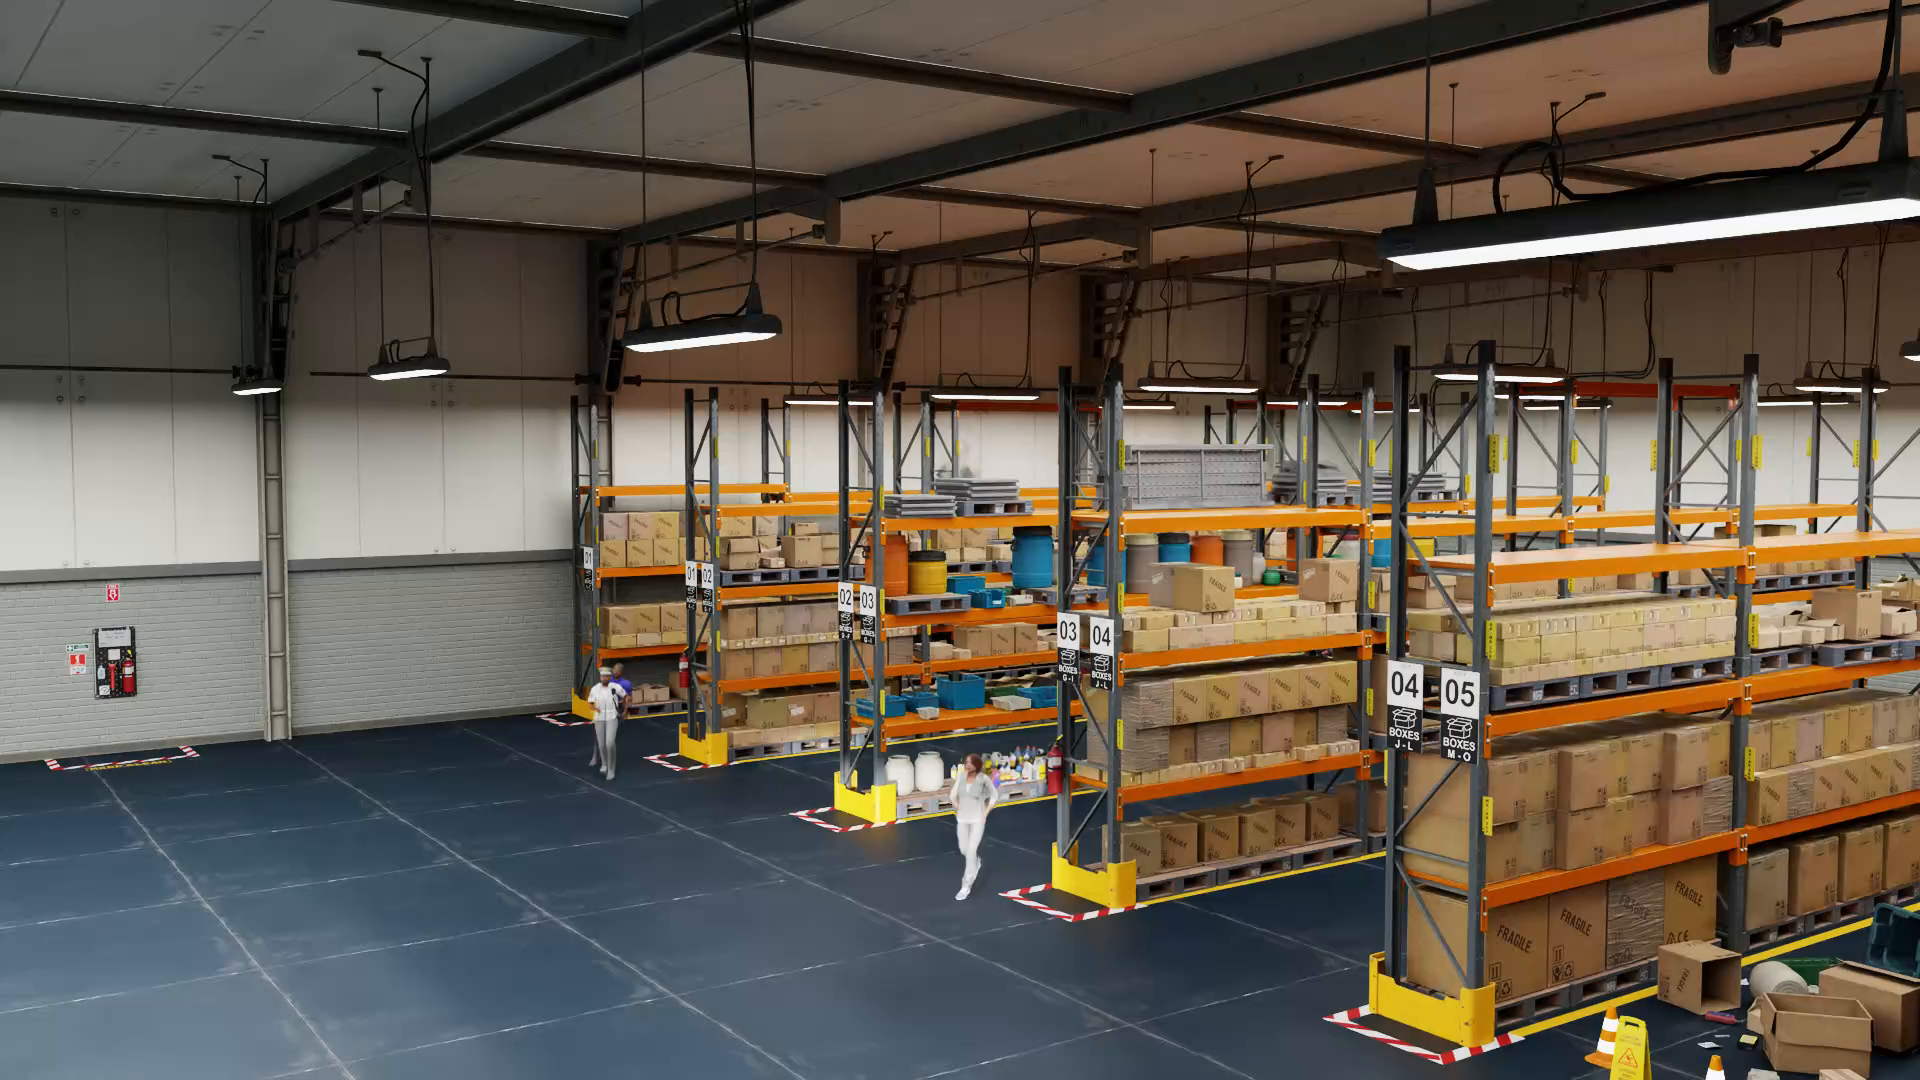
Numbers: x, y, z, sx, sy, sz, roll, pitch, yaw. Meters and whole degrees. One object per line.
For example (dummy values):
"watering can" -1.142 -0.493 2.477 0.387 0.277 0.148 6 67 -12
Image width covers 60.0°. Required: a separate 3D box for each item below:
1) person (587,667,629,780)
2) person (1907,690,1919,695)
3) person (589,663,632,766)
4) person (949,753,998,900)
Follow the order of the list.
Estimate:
"person" -5.403 2.811 25.492 0.592 1.766 0.736 0 3 -2
"person" 13.170 2.969 22.878 0.944 1.712 0.671 -2 4 -32
"person" -5.560 2.782 26.643 0.665 1.665 0.690 0 3 1
"person" 0.128 3.222 18.956 0.549 1.606 0.792 2 4 25
